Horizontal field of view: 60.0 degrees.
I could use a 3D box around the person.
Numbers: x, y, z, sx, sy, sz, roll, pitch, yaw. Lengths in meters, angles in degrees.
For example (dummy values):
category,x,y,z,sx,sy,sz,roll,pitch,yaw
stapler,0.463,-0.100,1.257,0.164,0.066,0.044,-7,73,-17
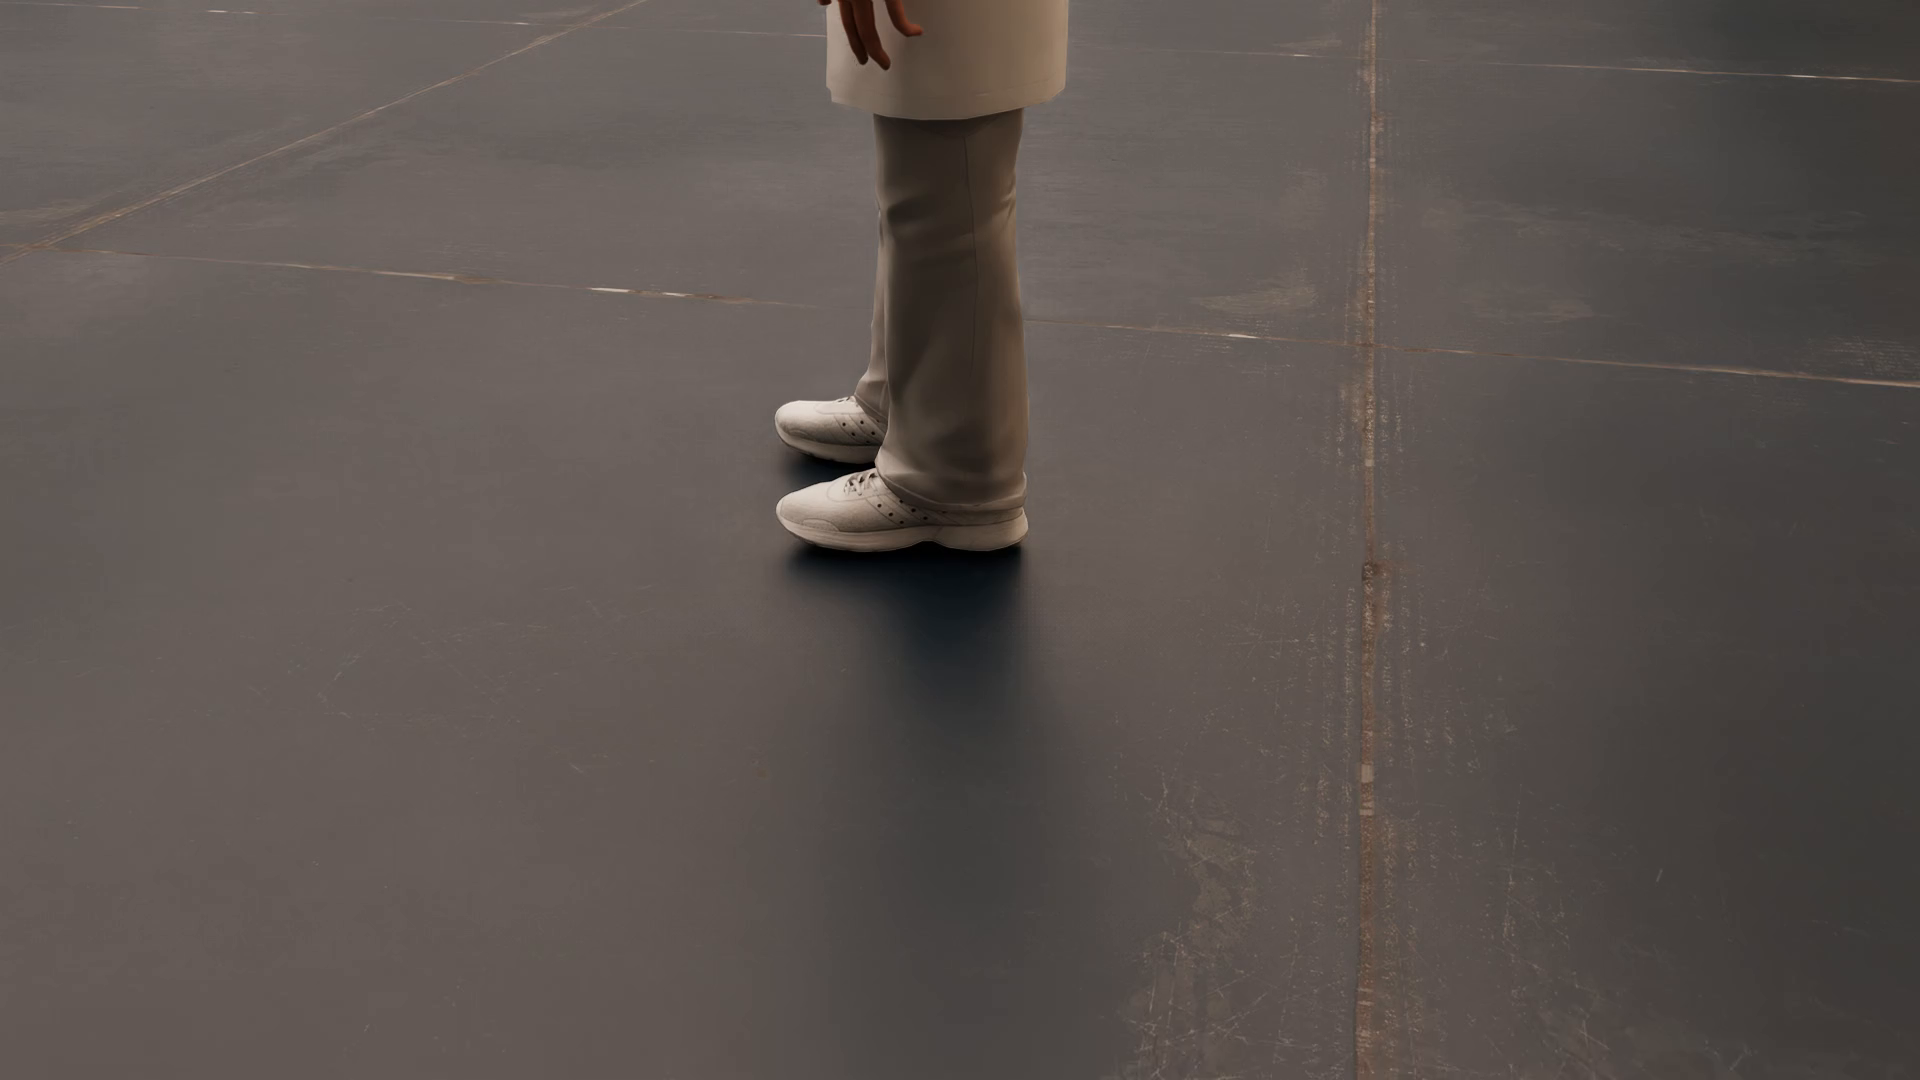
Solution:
category,x,y,z,sx,sy,sz,roll,pitch,yaw
person,-0.088,-0.811,2.117,0.578,1.778,0.698,6,27,11
